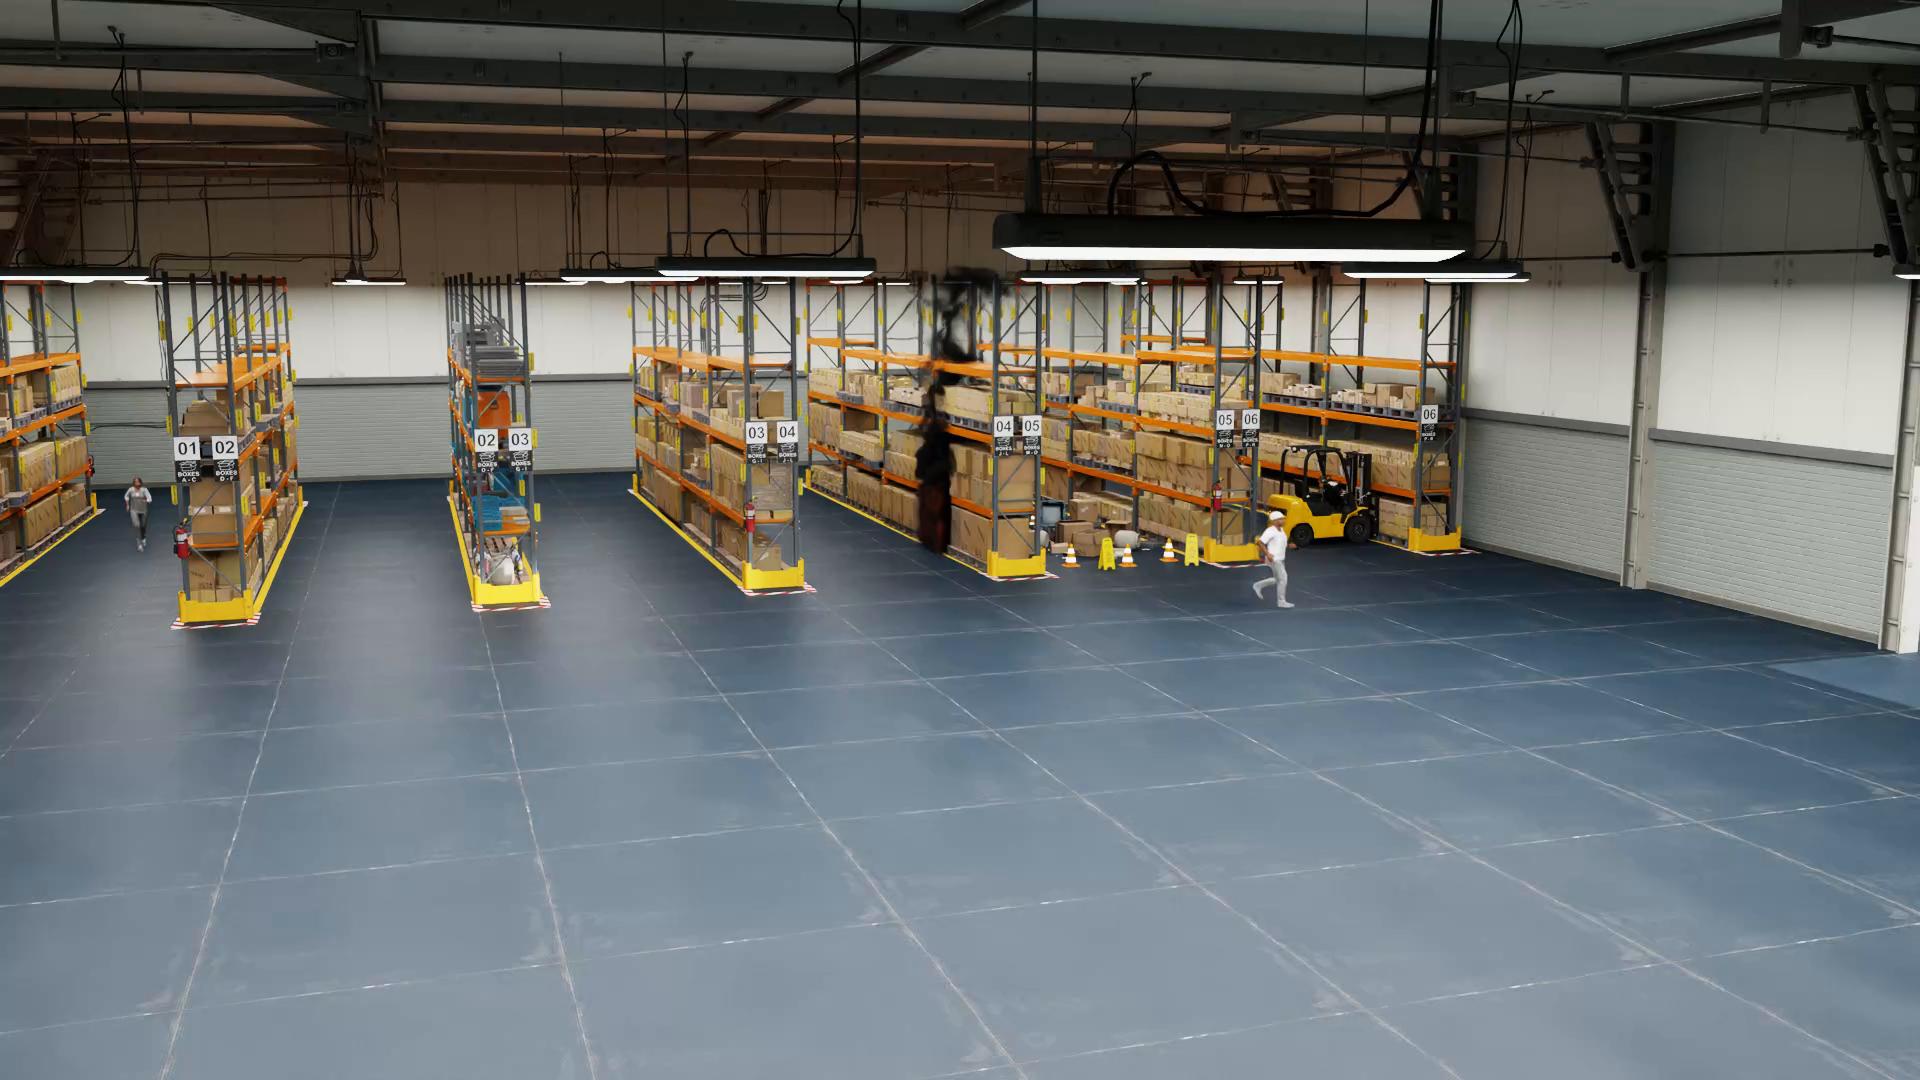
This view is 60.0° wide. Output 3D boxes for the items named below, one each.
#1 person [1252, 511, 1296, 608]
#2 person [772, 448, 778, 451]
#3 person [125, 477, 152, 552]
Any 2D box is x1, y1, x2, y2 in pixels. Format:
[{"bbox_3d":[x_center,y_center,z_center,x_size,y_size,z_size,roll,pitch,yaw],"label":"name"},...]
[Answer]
[{"bbox_3d":[5.661,0.340,30.029,0.831,1.742,0.705,5,10,30],"label":"person"},{"bbox_3d":[-5.280,-2.484,49.189,0.634,1.653,0.751,-8,12,-44],"label":"person"},{"bbox_3d":[-18.046,-0.597,36.570,0.520,1.611,0.856,-5,10,-28],"label":"person"}]
